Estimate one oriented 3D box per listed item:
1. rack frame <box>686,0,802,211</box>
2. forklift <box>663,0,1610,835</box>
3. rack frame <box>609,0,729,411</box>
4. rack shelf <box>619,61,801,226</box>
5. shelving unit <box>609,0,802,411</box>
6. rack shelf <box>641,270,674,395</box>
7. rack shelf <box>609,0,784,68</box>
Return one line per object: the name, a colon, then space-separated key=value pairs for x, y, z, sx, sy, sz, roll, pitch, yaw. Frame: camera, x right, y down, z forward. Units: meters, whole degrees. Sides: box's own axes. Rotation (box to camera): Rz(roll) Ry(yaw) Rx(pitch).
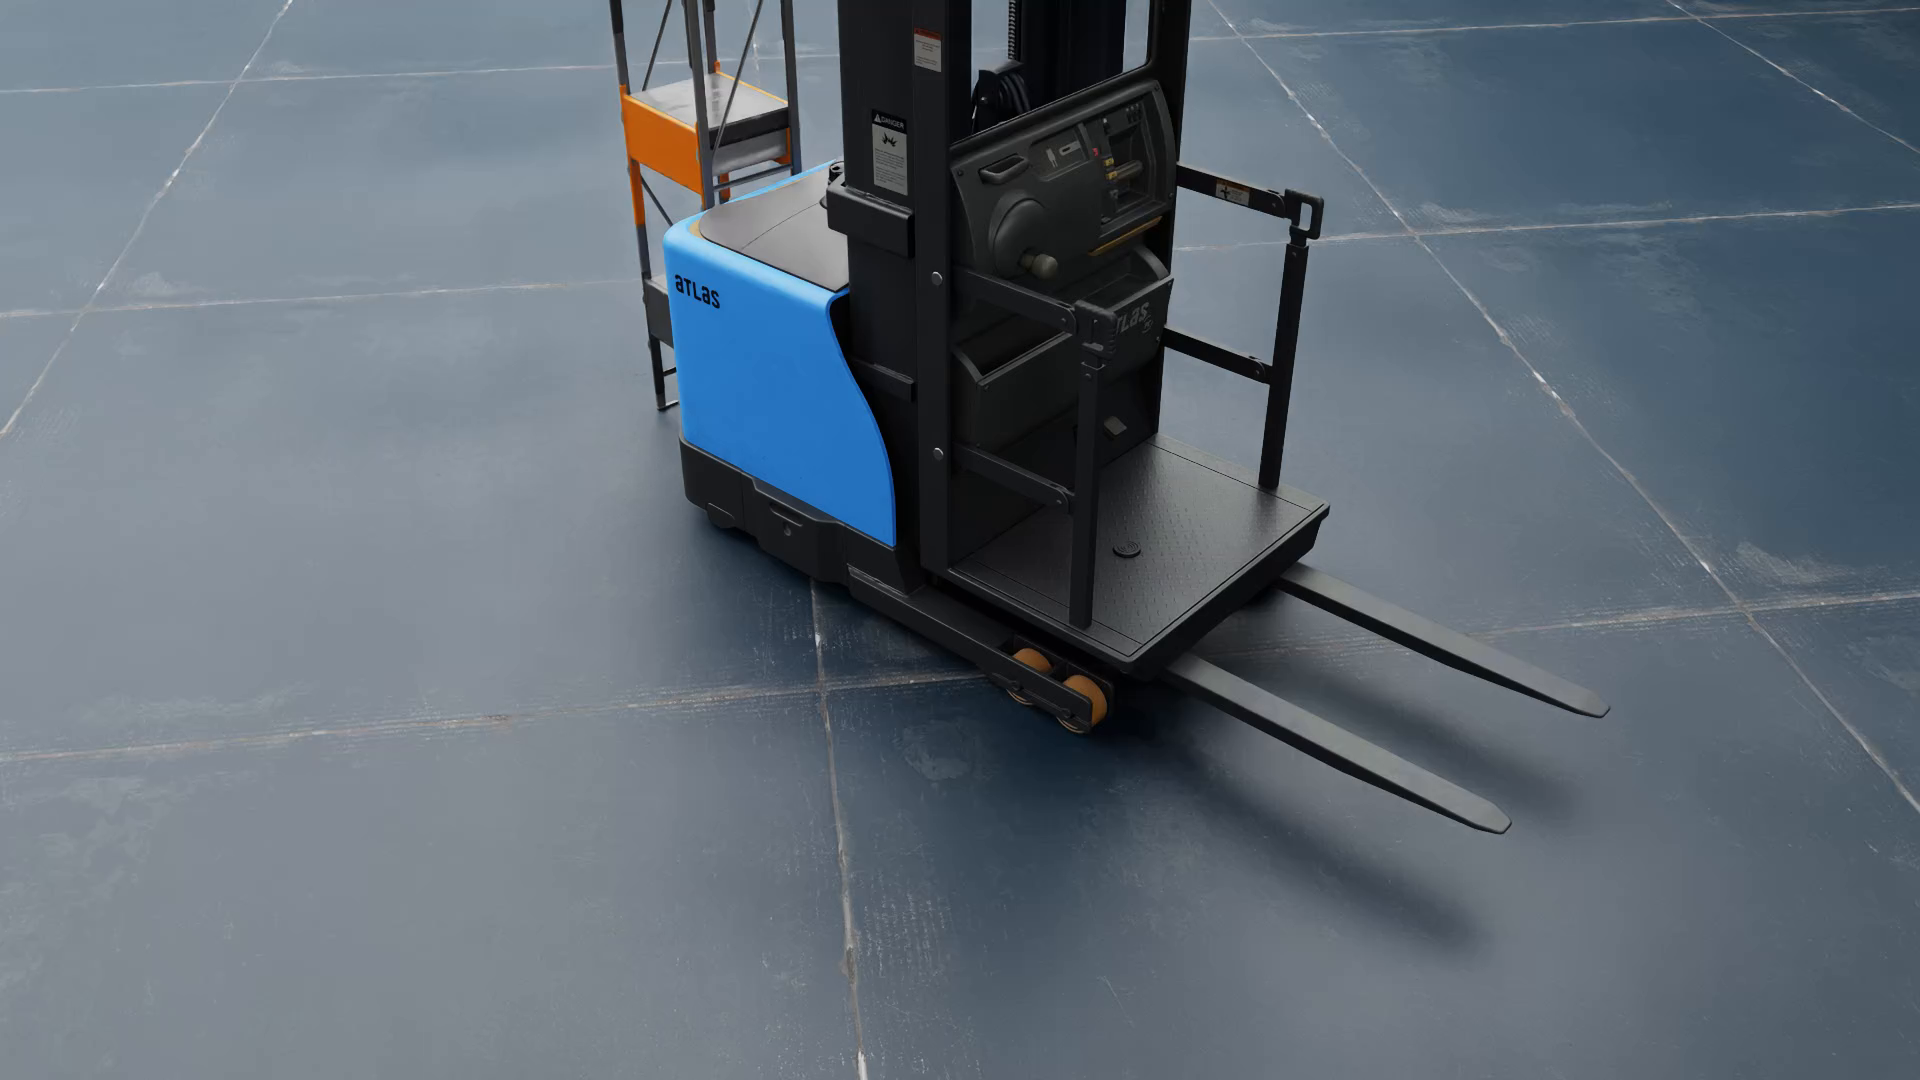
rack frame: x=-0.709 y=-1.239 z=5.704 sx=0.400 sy=2.100 sz=0.015 roll=-26 pitch=42 yaw=-33
forklift: x=0.469 y=-0.979 z=4.584 sx=3.031 sy=2.935 sz=1.130 roll=26 pitch=42 yaw=33
rack frame: x=-1.028 y=-1.448 z=6.010 sx=0.400 sy=2.100 sz=0.015 roll=-26 pitch=42 yaw=-33
rack shelf: x=-0.868 y=-1.332 z=5.865 sx=0.431 sy=0.518 sz=0.480 roll=-26 pitch=42 yaw=-33
shelving unit: x=-0.868 y=-1.344 z=5.857 sx=0.431 sy=2.100 sz=0.503 roll=-26 pitch=42 yaw=-33
rack shelf: x=-0.868 y=-0.754 z=6.259 sx=0.431 sy=0.518 sz=0.480 roll=-26 pitch=42 yaw=-33
rack shelf: x=-0.868 y=-1.911 z=5.470 sx=0.431 sy=0.518 sz=0.480 roll=-26 pitch=42 yaw=-33
